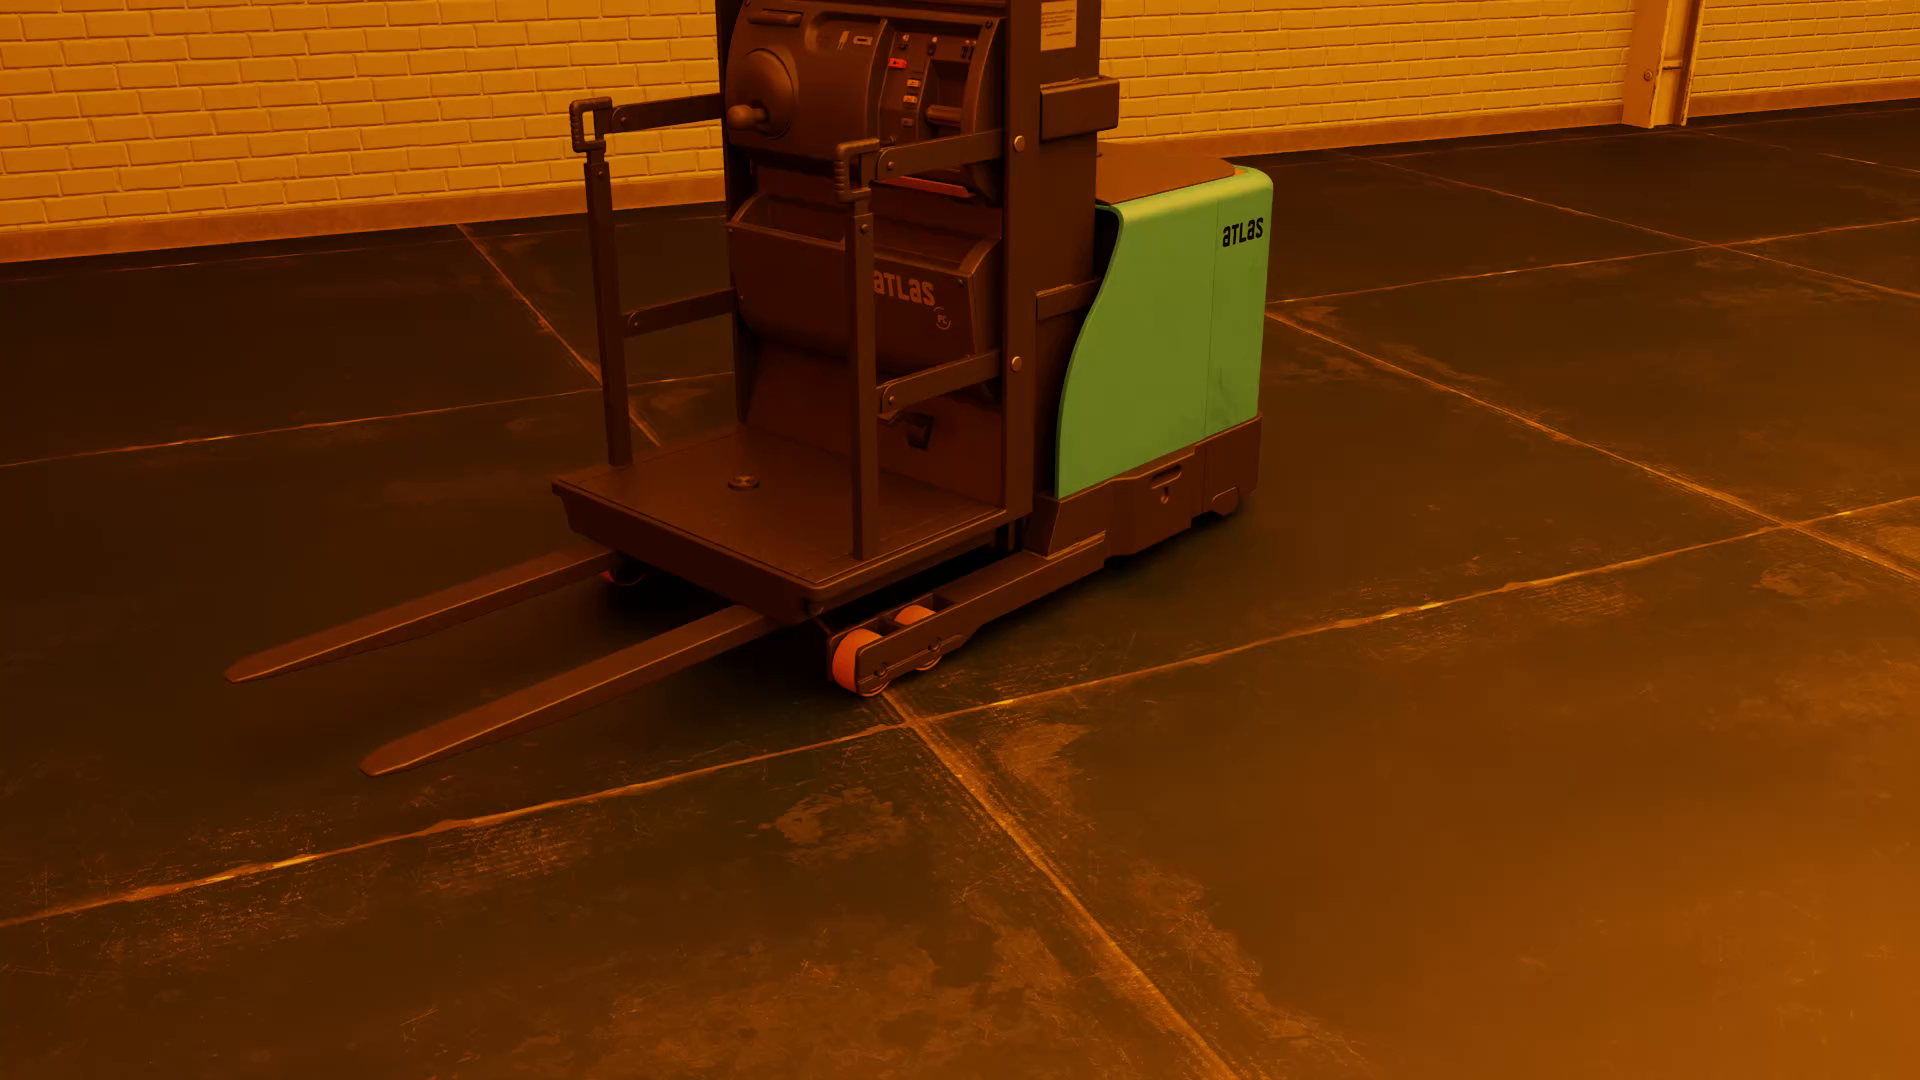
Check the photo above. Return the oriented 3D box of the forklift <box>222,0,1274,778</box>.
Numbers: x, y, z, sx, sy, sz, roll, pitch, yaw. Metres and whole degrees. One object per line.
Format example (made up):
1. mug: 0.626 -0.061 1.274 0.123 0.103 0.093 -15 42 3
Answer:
1. forklift: -0.413 -1.182 4.131 1.130 2.935 3.031 19 29 39
